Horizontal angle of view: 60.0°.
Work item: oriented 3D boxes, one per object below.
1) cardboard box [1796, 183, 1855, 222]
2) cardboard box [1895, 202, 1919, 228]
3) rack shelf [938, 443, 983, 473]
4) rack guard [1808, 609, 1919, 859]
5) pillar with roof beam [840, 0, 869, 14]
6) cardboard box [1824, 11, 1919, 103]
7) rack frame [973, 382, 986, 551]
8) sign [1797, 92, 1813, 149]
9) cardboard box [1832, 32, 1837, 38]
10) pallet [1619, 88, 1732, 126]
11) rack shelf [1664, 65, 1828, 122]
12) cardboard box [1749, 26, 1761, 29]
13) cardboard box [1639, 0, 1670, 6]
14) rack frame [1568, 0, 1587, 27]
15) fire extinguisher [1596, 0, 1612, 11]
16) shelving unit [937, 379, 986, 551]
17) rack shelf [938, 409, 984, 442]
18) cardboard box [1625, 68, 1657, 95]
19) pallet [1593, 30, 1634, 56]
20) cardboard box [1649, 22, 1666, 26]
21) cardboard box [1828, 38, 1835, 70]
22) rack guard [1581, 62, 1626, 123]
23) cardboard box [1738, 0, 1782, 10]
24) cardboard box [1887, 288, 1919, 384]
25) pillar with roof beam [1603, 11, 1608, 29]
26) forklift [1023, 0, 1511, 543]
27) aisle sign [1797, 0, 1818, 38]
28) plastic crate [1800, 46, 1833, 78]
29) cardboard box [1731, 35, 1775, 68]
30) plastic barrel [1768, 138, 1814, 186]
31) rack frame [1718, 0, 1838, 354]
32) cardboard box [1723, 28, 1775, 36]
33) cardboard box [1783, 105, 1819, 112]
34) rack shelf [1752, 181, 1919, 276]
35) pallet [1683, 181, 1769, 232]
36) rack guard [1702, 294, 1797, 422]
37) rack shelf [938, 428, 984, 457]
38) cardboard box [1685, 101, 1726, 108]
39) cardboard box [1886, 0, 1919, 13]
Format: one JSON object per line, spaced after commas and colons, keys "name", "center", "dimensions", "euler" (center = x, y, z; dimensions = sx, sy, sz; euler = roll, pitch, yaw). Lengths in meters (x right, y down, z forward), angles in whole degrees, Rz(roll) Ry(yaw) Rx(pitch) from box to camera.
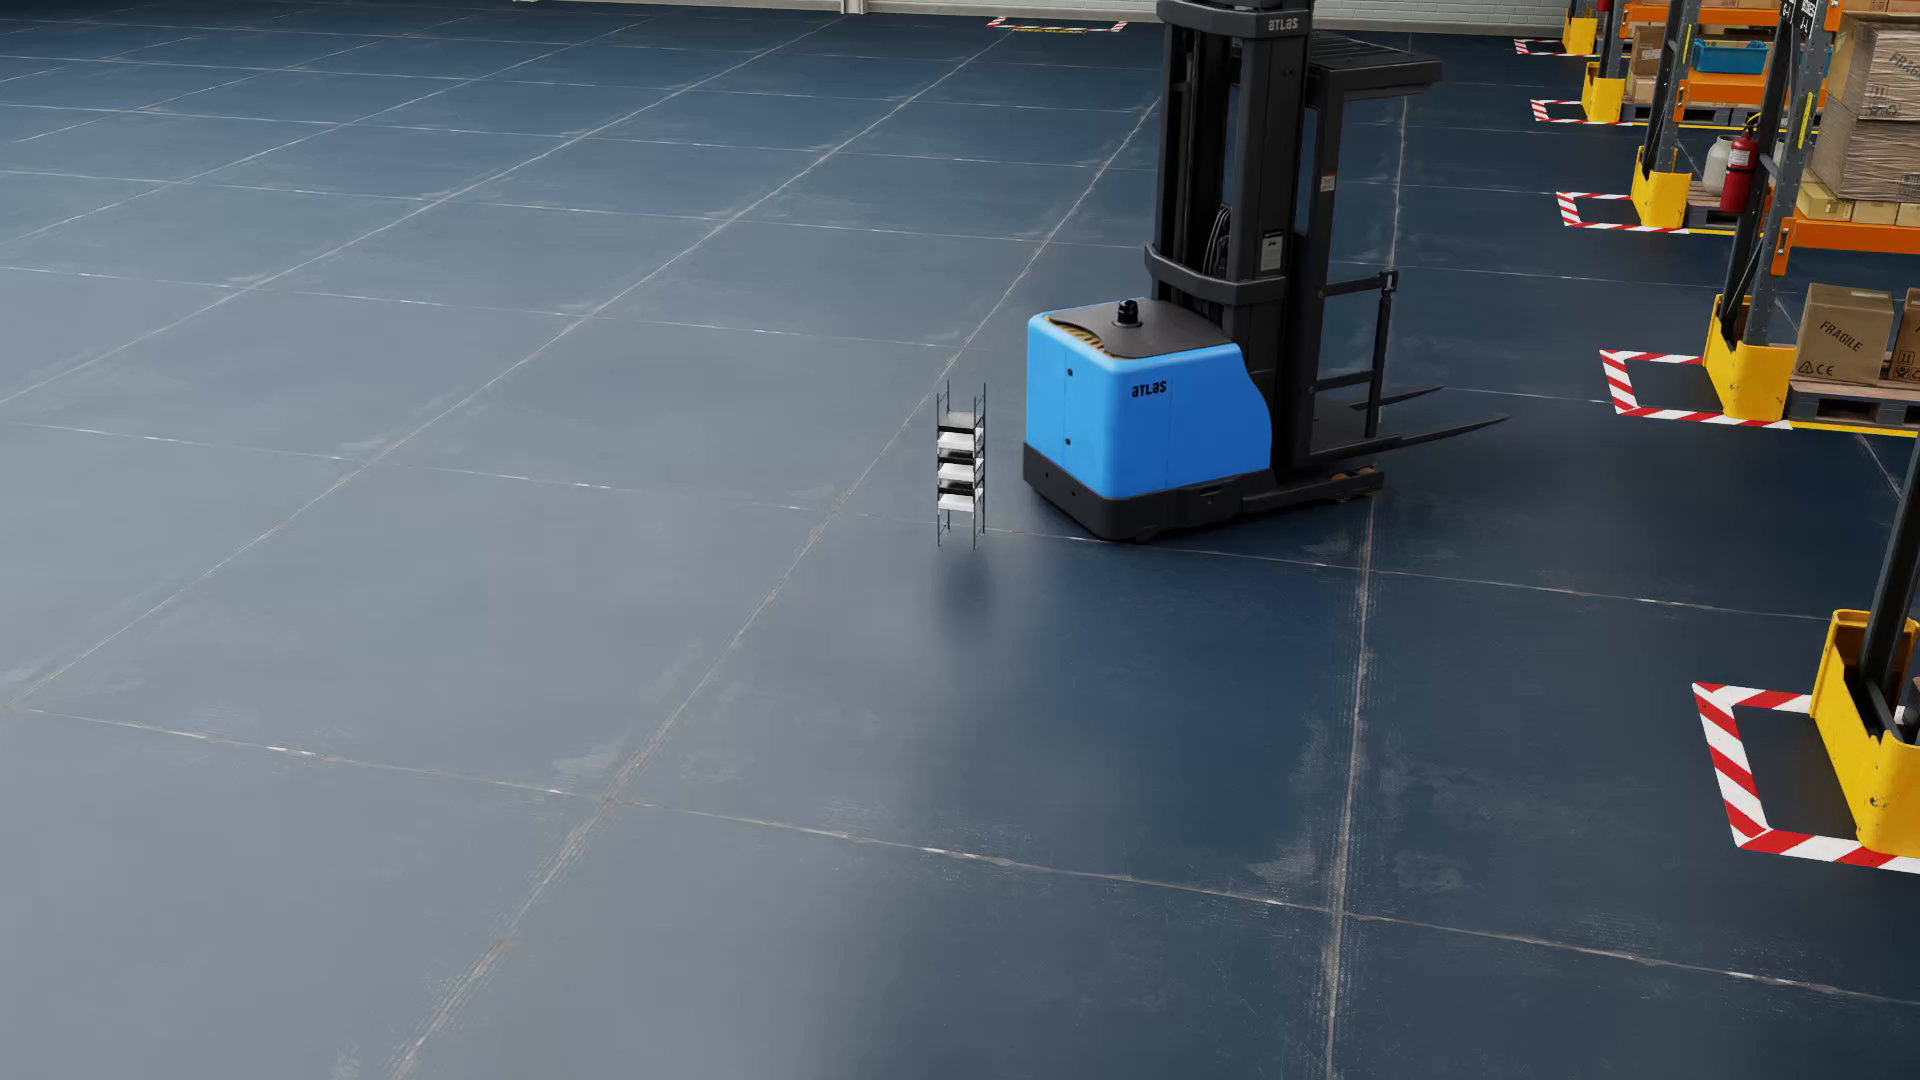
{"name": "cardboard box", "center": [5.492, -2.145, 10.558], "dimensions": [0.250, 0.149, 0.380], "euler": [6, 26, 13]}
{"name": "cardboard box", "center": [5.968, -2.077, 10.416], "dimensions": [0.250, 0.149, 0.380], "euler": [6, 26, 13]}
{"name": "rack shelf", "center": [0.008, -0.457, 9.030], "dimensions": [0.200, 0.077, 0.258], "euler": [6, 26, 13]}
{"name": "rack guard", "center": [3.919, 0.792, 7.005], "dimensions": [0.348, 0.500, 1.175], "euler": [6, 26, 13]}
{"name": "pillar with roof beam", "center": [-2.824, -11.061, 22.015], "dimensions": [0.400, 9.000, 9.100], "euler": [6, 26, 13]}
{"name": "cardboard box", "center": [5.870, -3.063, 10.569], "dimensions": [0.500, 0.500, 0.500], "euler": [6, 26, 13]}
{"name": "rack frame", "center": [0.106, -0.395, 9.032], "dimensions": [0.006, 0.900, 0.240], "euler": [6, 26, 13]}
{"name": "sign", "center": [5.141, -2.553, 10.116], "dimensions": [0.005, 0.325, 0.100], "euler": [6, 26, 13]}
{"name": "cardboard box", "center": [10.281, -5.658, 19.482], "dimensions": [0.500, 0.500, 0.500], "euler": [6, 26, 13]}
{"name": "pallet", "center": [8.498, -5.189, 19.903], "dimensions": [1.213, 0.211, 1.003], "euler": [6, 26, 13]}
{"name": "rack shelf", "center": [8.446, -3.911, 14.813], "dimensions": [4.000, 0.370, 1.077], "euler": [6, 26, 13]}
{"name": "cardboard box", "center": [11.307, -7.238, 23.767], "dimensions": [0.250, 0.149, 0.380], "euler": [4, 26, 9]}
{"name": "cardboard box", "center": [8.196, -6.502, 19.301], "dimensions": [0.500, 0.500, 0.700], "euler": [6, 26, 13]}
{"name": "rack frame", "center": [8.977, -8.575, 23.771], "dimensions": [0.127, 3.000, 1.000], "euler": [6, 26, 13]}
{"name": "fire extinguisher", "center": [7.748, -6.683, 19.888], "dimensions": [0.183, 0.674, 0.296], "euler": [6, 26, 13]}
{"name": "shelving unit", "center": [0.008, -0.405, 9.055], "dimensions": [0.210, 0.900, 0.258], "euler": [6, 26, 13]}
{"name": "rack shelf", "center": [0.008, -0.619, 8.953], "dimensions": [0.200, 0.077, 0.258], "euler": [6, 26, 13]}
{"name": "cardboard box", "center": [8.340, -5.526, 20.077], "dimensions": [0.500, 0.250, 0.500], "euler": [6, 26, 13]}
{"name": "pallet", "center": [9.828, -7.206, 24.140], "dimensions": [1.213, 0.211, 1.003], "euler": [6, 26, 13]}
{"name": "cardboard box", "center": [10.177, -7.387, 23.892], "dimensions": [0.500, 0.311, 0.500], "euler": [9, 27, 17]}
{"name": "cardboard box", "center": [10.151, -5.440, 19.024], "dimensions": [0.500, 0.500, 0.500], "euler": [6, 26, 13]}
{"name": "rack guard", "center": [7.723, -5.386, 19.981], "dimensions": [0.348, 0.500, 1.175], "euler": [6, 26, 13]}
{"name": "cardboard box", "center": [9.185, -6.392, 19.070], "dimensions": [0.500, 0.500, 0.700], "euler": [6, 26, 13]}
{"name": "cardboard box", "center": [6.464, -1.326, 10.965], "dimensions": [0.500, 0.500, 0.500], "euler": [14, 29, 26]}
{"name": "pillar with roof beam", "center": [8.798, -9.776, 19.316], "dimensions": [0.400, 9.000, 9.100], "euler": [6, 26, 13]}
{"name": "forklift", "center": [1.925, -1.732, 9.478], "dimensions": [3.031, 2.935, 1.130], "euler": [-12, 28, -24]}
{"name": "aisle sign", "center": [5.141, -3.444, 9.970], "dimensions": [0.004, 0.787, 0.394], "euler": [6, 26, 13]}
{"name": "plastic crate", "center": [7.696, -4.382, 15.138], "dimensions": [0.408, 0.251, 0.499], "euler": [6, 26, 13]}
{"name": "cardboard box", "center": [9.183, -5.548, 19.251], "dimensions": [0.500, 0.500, 0.500], "euler": [6, 26, 13]}
{"name": "plastic barrel", "center": [7.651, -3.424, 15.359], "dimensions": [0.421, 0.512, 0.421], "euler": [0, 25, 0]}
{"name": "rack frame", "center": [5.276, -2.388, 10.777], "dimensions": [0.127, 3.000, 1.000], "euler": [6, 26, 13]}
{"name": "cardboard box", "center": [9.312, -5.764, 19.706], "dimensions": [0.500, 0.500, 0.500], "euler": [6, 26, 13]}
{"name": "cardboard box", "center": [9.663, -5.149, 19.286], "dimensions": [0.500, 0.250, 0.500], "euler": [6, 26, 13]}
{"name": "rack shelf", "center": [7.213, -1.849, 10.482], "dimensions": [4.000, 0.370, 1.077], "euler": [6, 26, 13]}
{"name": "pallet", "center": [7.380, -3.114, 15.544], "dimensions": [1.213, 0.211, 1.003], "euler": [6, 26, 13]}
{"name": "rack guard", "center": [5.349, -1.252, 11.297], "dimensions": [0.348, 0.500, 1.175], "euler": [6, 26, 13]}
{"name": "rack shelf", "center": [0.008, -0.538, 8.992], "dimensions": [0.200, 0.077, 0.258], "euler": [6, 26, 13]}
{"name": "cardboard box", "center": [8.696, -5.258, 19.515], "dimensions": [0.500, 0.250, 0.500], "euler": [6, 26, 13]}
{"name": "cardboard box", "center": [10.677, -6.228, 18.725], "dimensions": [0.500, 0.500, 0.700], "euler": [6, 26, 12]}
